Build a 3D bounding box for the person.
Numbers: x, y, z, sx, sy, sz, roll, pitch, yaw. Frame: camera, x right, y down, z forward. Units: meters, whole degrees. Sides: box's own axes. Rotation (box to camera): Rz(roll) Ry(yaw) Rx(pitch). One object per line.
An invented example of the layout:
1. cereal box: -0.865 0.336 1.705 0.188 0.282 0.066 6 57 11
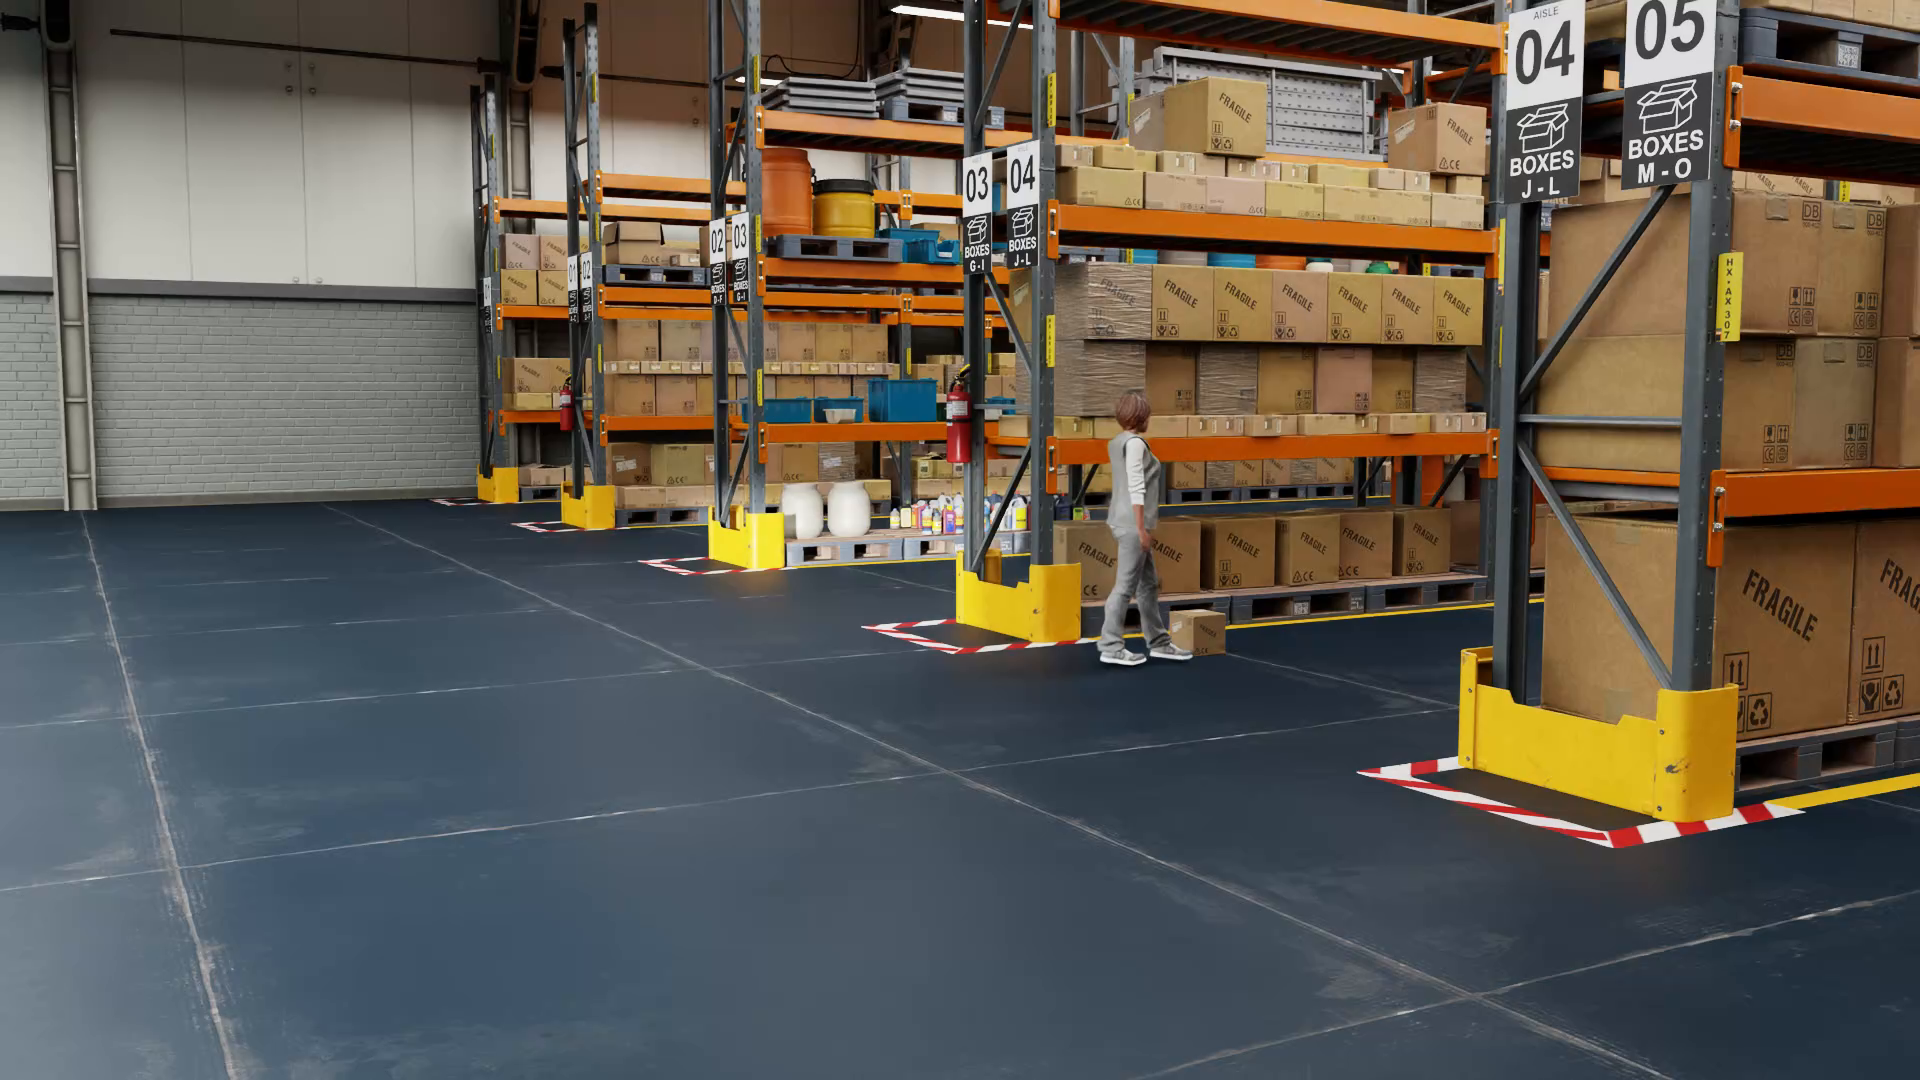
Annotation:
1. person: 1.106 -0.061 9.793 0.619 1.592 0.449 -1 5 -8
